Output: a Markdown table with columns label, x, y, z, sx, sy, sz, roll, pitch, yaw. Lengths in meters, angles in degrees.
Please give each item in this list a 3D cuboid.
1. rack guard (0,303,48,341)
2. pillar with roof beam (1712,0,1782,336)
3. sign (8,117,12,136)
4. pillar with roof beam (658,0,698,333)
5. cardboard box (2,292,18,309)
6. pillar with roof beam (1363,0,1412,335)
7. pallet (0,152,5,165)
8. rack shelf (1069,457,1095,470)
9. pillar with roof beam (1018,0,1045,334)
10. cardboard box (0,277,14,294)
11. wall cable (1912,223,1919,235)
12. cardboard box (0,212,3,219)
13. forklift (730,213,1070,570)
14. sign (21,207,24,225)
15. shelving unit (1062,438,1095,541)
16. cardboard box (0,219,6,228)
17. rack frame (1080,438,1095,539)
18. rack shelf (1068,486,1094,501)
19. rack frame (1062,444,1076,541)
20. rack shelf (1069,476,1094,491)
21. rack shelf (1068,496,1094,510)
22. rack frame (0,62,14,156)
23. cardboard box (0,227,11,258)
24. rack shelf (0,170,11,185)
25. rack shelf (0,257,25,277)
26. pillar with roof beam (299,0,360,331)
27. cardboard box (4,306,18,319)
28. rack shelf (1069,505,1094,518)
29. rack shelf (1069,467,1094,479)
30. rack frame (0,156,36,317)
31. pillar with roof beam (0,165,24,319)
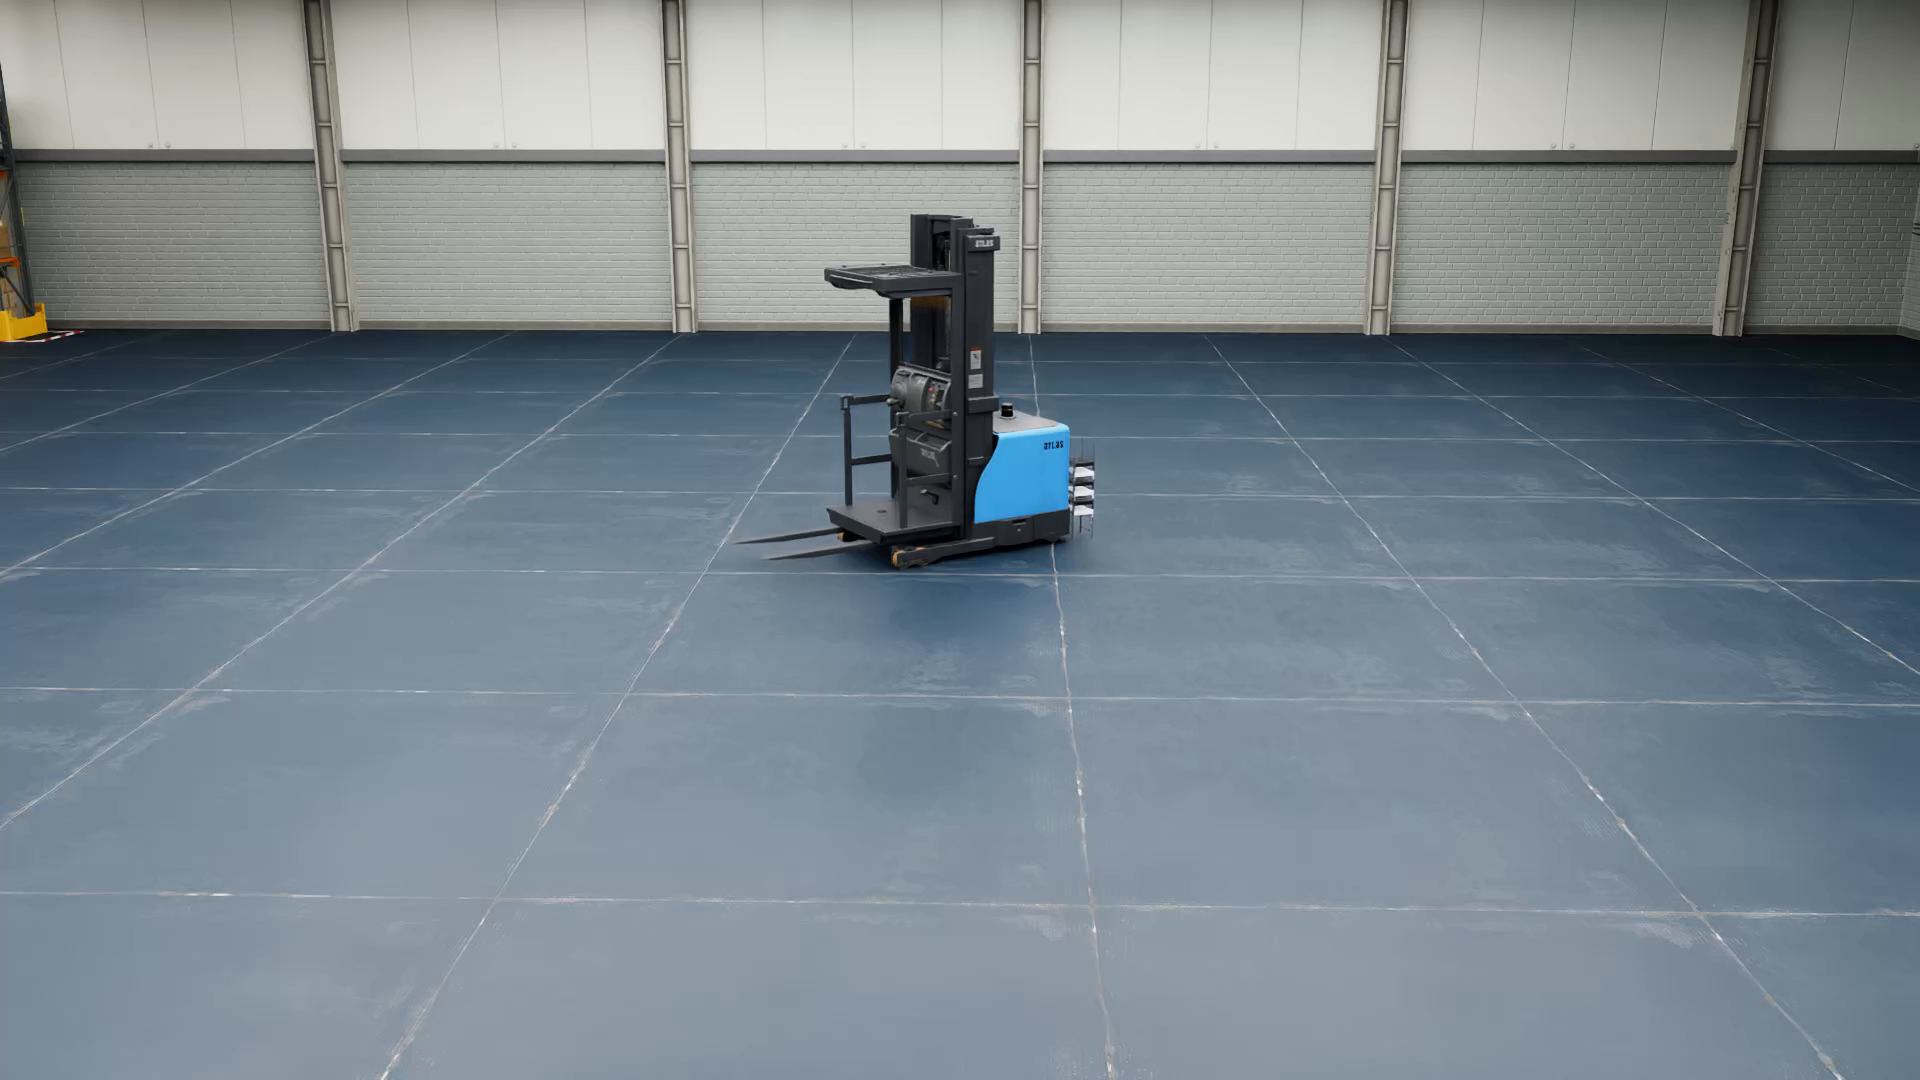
| label | x | y | z | sx | sy | sz | roll | pitch | yaw |
| --- | --- | --- | --- | --- | --- | --- | --- | --- | --- |
| rack guard | -16.093 | -3.732 | 28.416 | 0.348 | 0.500 | 1.175 | 0 | 15 | 1 |
| pillar with roof beam | 13.090 | -6.783 | 23.319 | 0.400 | 9.000 | 9.100 | 0 | 15 | 1 |
| sign | -16.097 | -6.994 | 28.130 | 0.005 | 0.325 | 0.100 | 0 | 15 | 1 |
| pillar with roof beam | -4.904 | -6.900 | 23.763 | 0.400 | 9.000 | 9.100 | 0 | 15 | 1 |
| cardboard box | -16.582 | -4.112 | 28.544 | 0.500 | 0.250 | 0.500 | 1 | 15 | 2 |
| pillar with roof beam | 7.092 | -6.822 | 23.467 | 0.400 | 9.000 | 9.100 | 0 | 15 | 1 |
| pallet | -16.823 | -6.360 | 27.769 | 1.213 | 0.211 | 1.003 | 0 | 15 | 1 |
| rack shelf | 1.080 | -0.695 | 15.192 | 0.200 | 0.077 | 0.258 | -7 | 16 | -24 |
| pillar with roof beam | 1.094 | -6.861 | 23.615 | 0.400 | 9.000 | 9.100 | 0 | 15 | 1 |
| cardboard box | -16.593 | -4.349 | 28.462 | 0.500 | 0.250 | 0.500 | 0 | 15 | 1 |
| wall cable | 16.111 | -6.023 | 26.525 | 0.112 | 2.526 | 3.097 | 0 | 15 | 1 |
| cardboard box | -16.447 | -5.503 | 28.179 | 0.250 | 0.149 | 0.380 | 0 | 15 | 0 |
| forklift | -0.521 | -1.315 | 14.489 | 3.031 | 2.935 | 1.130 | -9 | 17 | -31 |
| sign | -16.097 | -5.539 | 28.514 | 0.005 | 0.325 | 0.100 | 0 | 15 | 1 |
| shelving unit | 1.079 | -0.466 | 15.252 | 0.210 | 0.900 | 0.258 | -7 | 16 | -24 |
| cardboard box | -16.449 | -5.371 | 28.261 | 0.250 | 0.149 | 0.380 | 0 | 15 | 0 |
| rack frame | 1.171 | -0.477 | 15.294 | 0.006 | 0.900 | 0.240 | -7 | 16 | -24 |
| rack shelf | 1.079 | -0.434 | 15.260 | 0.200 | 0.077 | 0.258 | -7 | 16 | -24 |
| rack frame | 0.987 | -0.455 | 15.210 | 0.006 | 0.900 | 0.240 | -7 | 16 | -24 |
| rack shelf | 1.079 | -0.521 | 15.237 | 0.200 | 0.077 | 0.258 | -7 | 16 | -24 |
| rack shelf | 1.079 | -0.347 | 15.283 | 0.200 | 0.077 | 0.258 | -7 | 16 | -24 |
| rack frame | -16.117 | -7.842 | 27.333 | 0.127 | 3.000 | 1.000 | 0 | 15 | 1 |
| cardboard box | -16.605 | -5.063 | 28.366 | 0.500 | 0.500 | 0.500 | 1 | 15 | 3 |
| rack shelf | -18.116 | -6.057 | 27.856 | 4.000 | 0.370 | 1.077 | 0 | 15 | 1 |
| rack shelf | -18.116 | -4.606 | 28.239 | 4.000 | 0.370 | 1.077 | 0 | 15 | 1 |
| pillar with roof beam | -10.902 | -6.939 | 23.912 | 0.400 | 9.000 | 9.100 | 0 | 15 | 1 |
| cardboard box | -16.603 | -3.868 | 28.596 | 0.500 | 0.250 | 0.500 | 0 | 15 | 2 |
| rack shelf | 1.079 | -0.260 | 15.306 | 0.200 | 0.077 | 0.258 | -7 | 16 | -24 |
| rack shelf | 1.080 | -0.608 | 15.215 | 0.200 | 0.077 | 0.258 | -7 | 16 | -24 |
| rack frame | -16.117 | -4.941 | 28.098 | 0.127 | 3.000 | 1.000 | 0 | 15 | 1 |
| pillar with roof beam | -16.900 | -6.978 | 24.060 | 0.400 | 9.000 | 9.100 | 0 | 15 | 1 |
